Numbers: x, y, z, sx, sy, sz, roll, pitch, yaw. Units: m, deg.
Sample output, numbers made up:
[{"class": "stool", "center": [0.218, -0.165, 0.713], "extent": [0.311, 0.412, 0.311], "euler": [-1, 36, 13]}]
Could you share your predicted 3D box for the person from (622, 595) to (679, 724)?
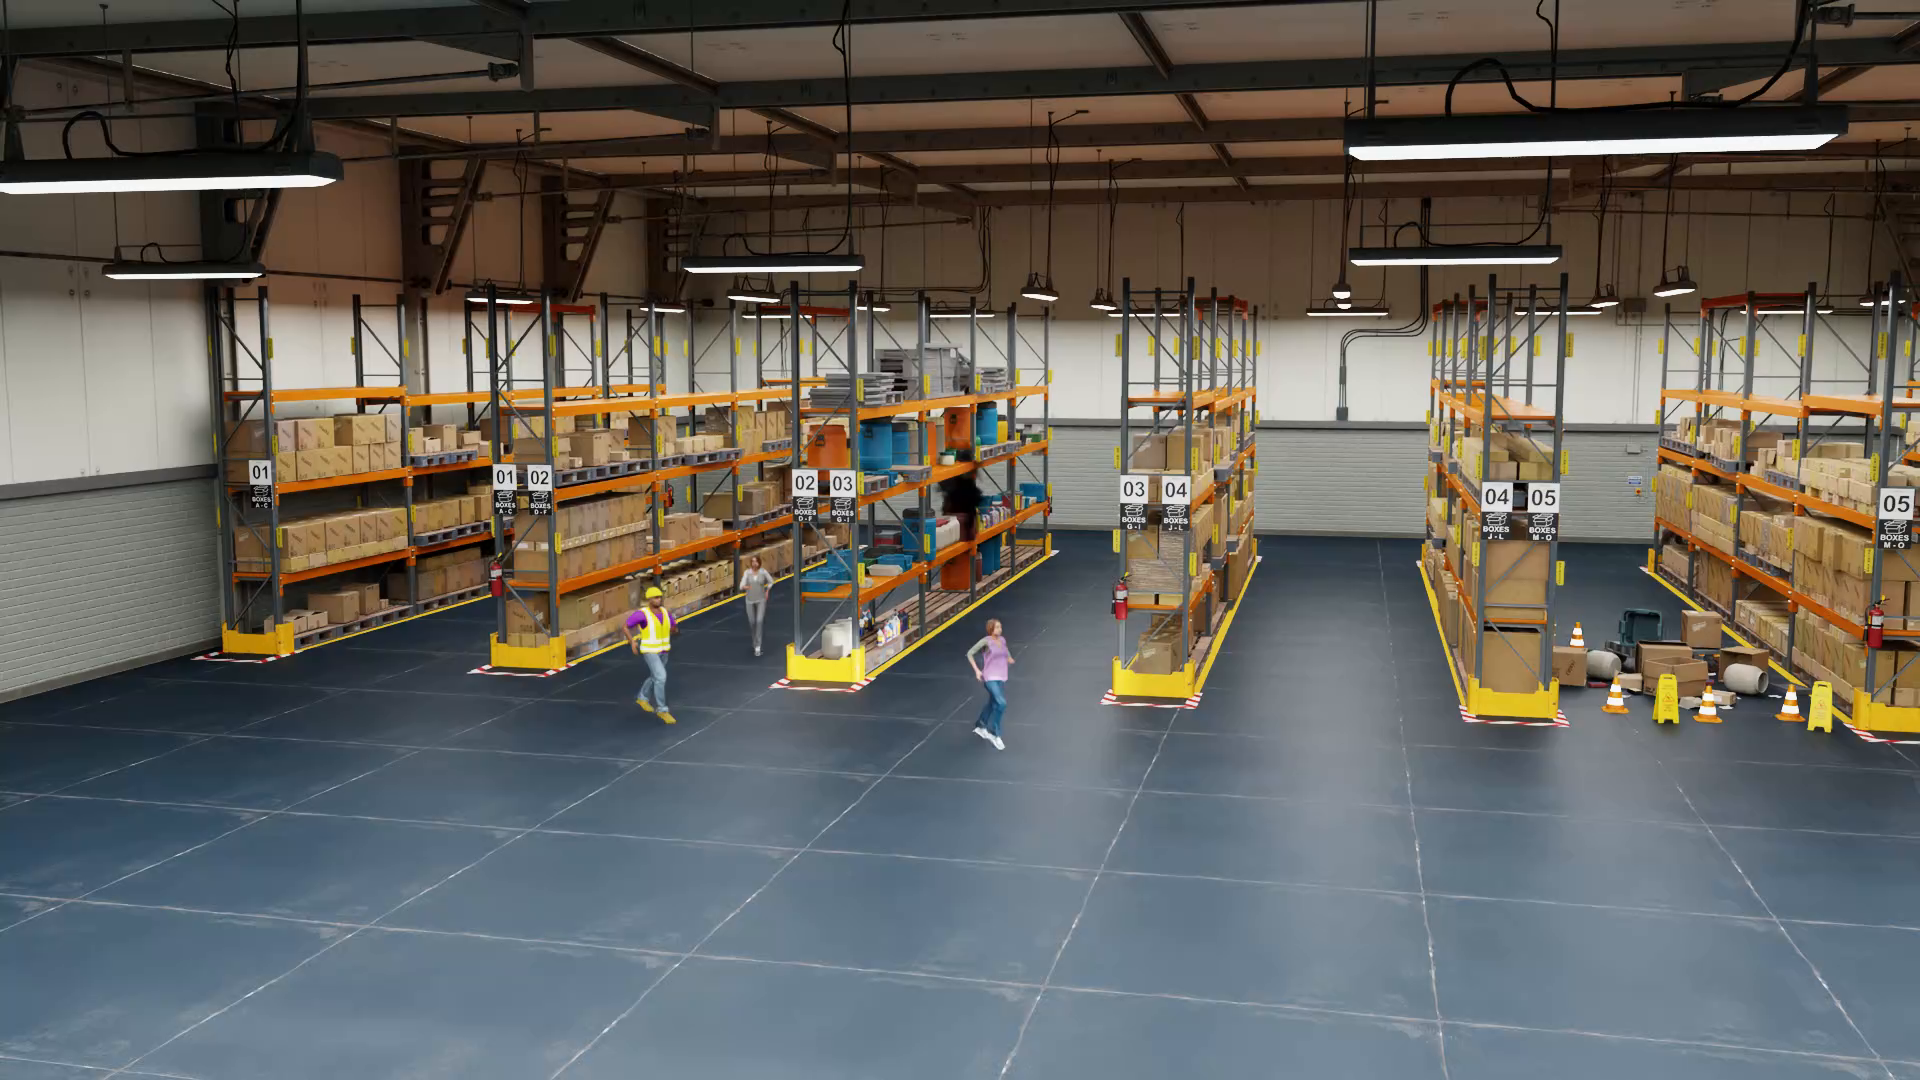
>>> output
[{"class": "person", "center": [-4.117, 1.550, 22.477], "extent": [0.879, 1.765, 0.682], "euler": [5, 8, 35]}]

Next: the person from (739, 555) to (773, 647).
[{"class": "person", "center": [-3.359, 0.983, 27.398], "extent": [0.532, 1.494, 0.718], "euler": [0, 7, 0]}]

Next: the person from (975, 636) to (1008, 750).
[{"class": "person", "center": [0.398, 1.908, 21.053], "extent": [0.625, 1.417, 0.356], "euler": [6, 9, 42]}]
